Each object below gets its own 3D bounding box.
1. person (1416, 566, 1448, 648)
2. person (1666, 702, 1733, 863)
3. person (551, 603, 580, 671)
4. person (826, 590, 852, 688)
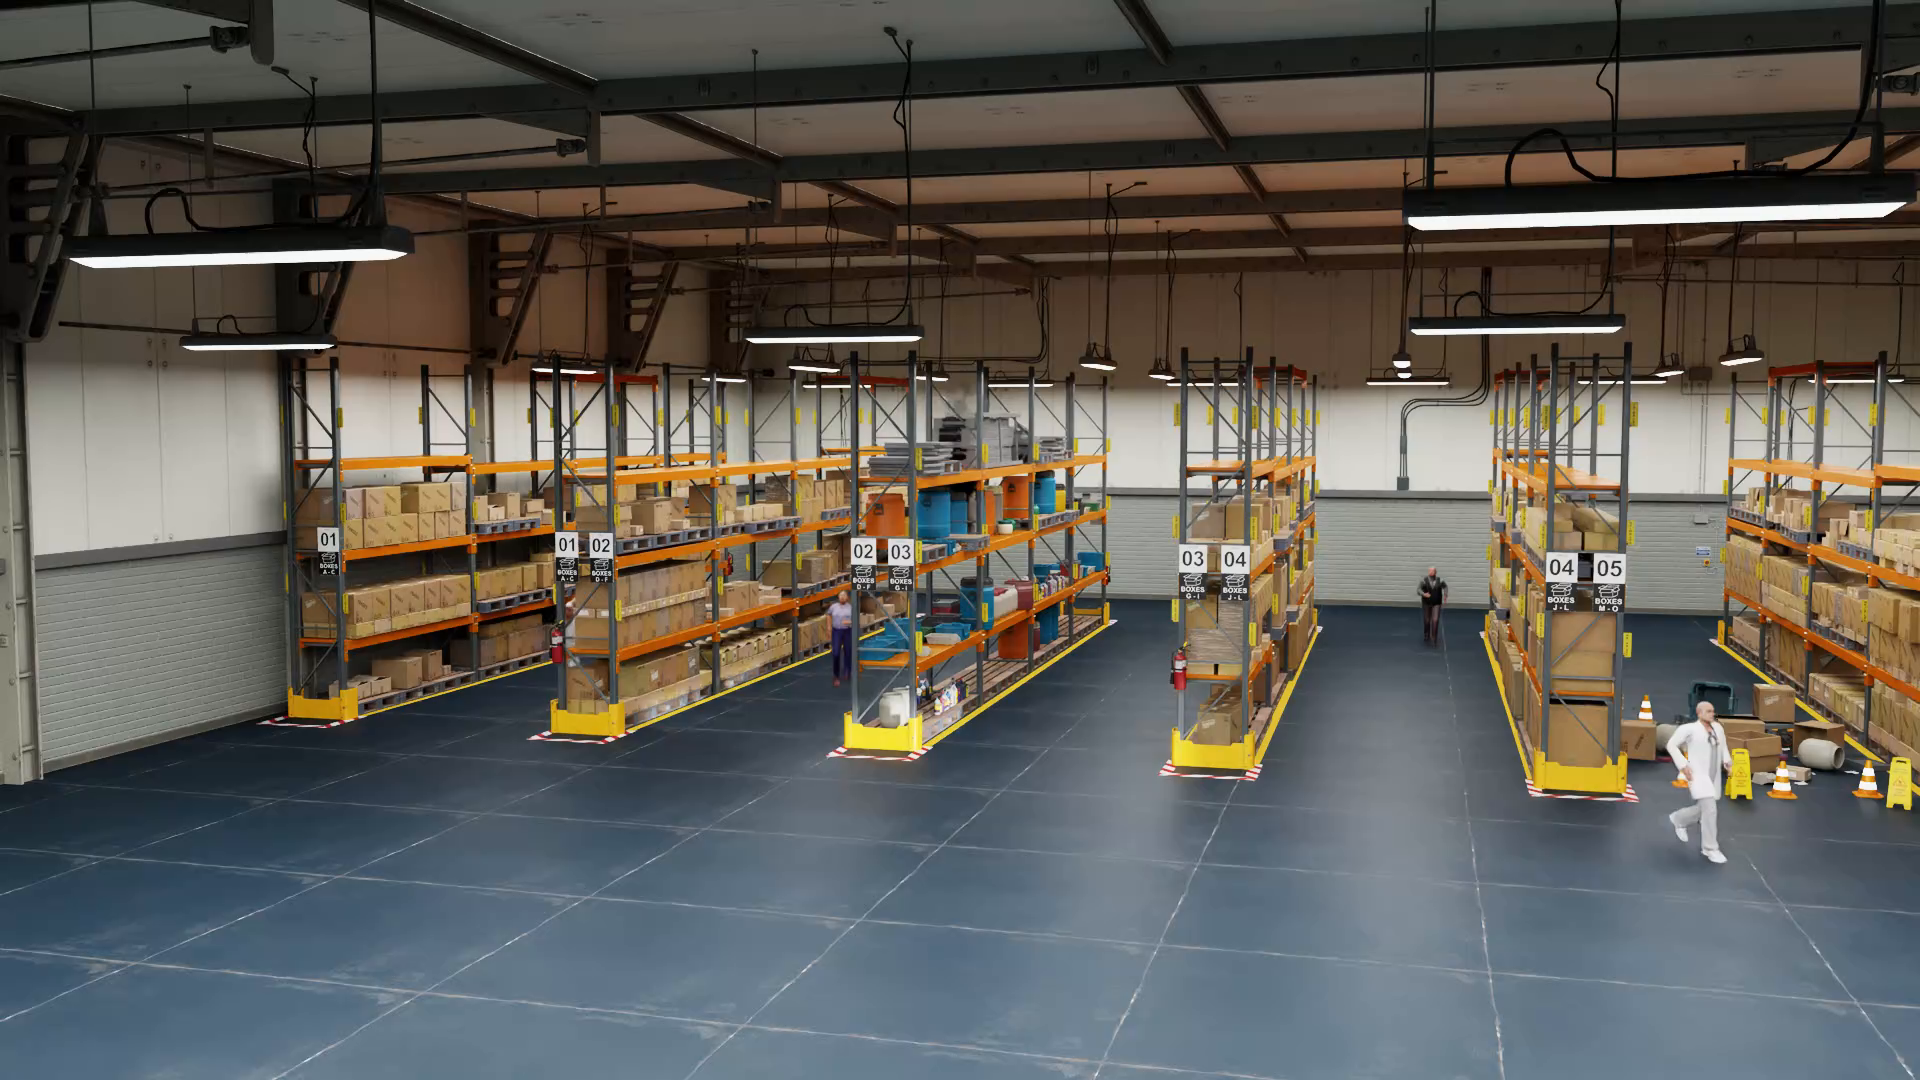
[{"bbox_3d":[10.402,1.453,36.655,0.677,1.754,0.850,1,4,15],"label":"person"},{"bbox_3d":[8.494,2.729,19.106,0.722,1.783,0.946,-2,4,-21],"label":"person"},{"bbox_3d":[-6.920,1.976,29.392,0.648,1.740,0.673,0,4,4],"label":"person"},{"bbox_3d":[-2.094,1.752,29.580,0.578,1.737,0.677,0,4,-2],"label":"person"}]
